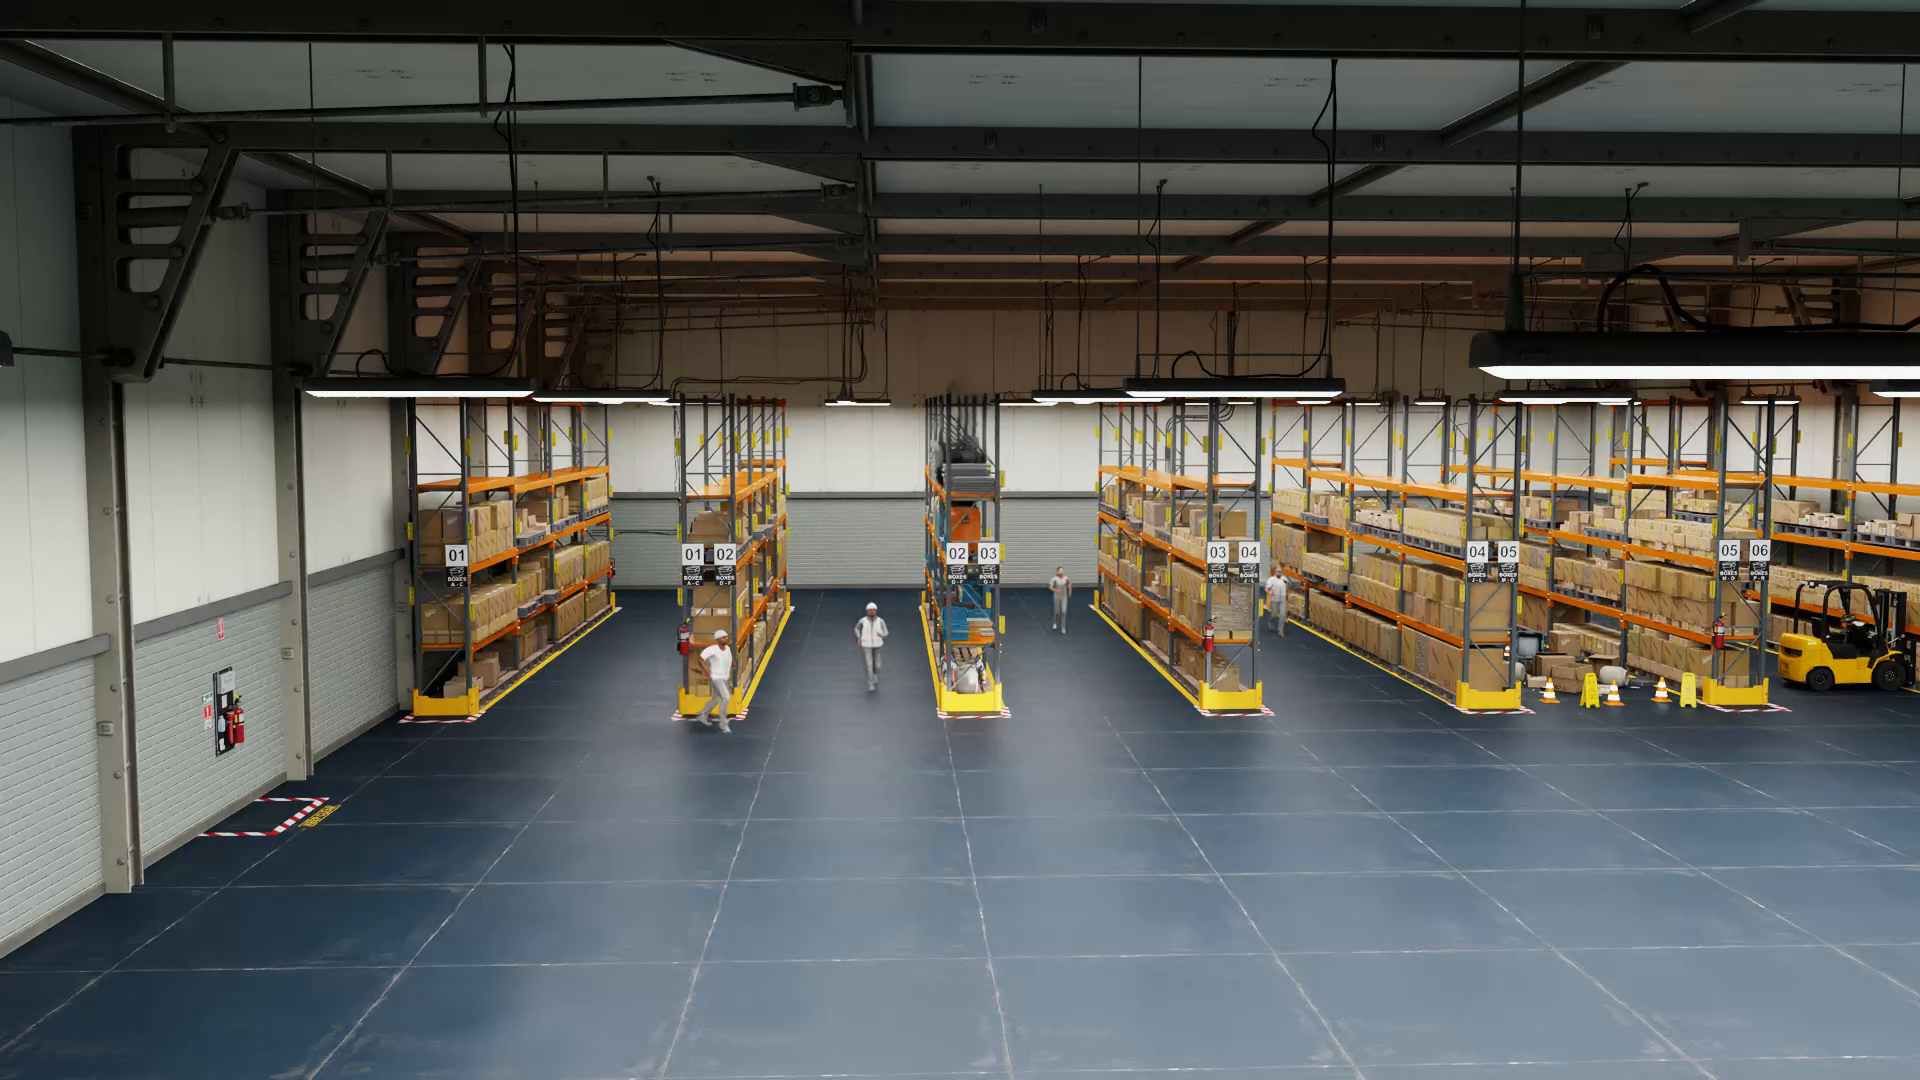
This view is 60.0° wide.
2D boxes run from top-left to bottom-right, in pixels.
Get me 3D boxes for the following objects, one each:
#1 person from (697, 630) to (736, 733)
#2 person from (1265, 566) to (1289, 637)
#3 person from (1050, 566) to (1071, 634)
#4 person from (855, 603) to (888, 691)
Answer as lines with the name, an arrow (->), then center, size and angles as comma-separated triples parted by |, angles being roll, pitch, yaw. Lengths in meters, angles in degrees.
person -> -4.321, 2.504, 29.695 | 0.784, 1.821, 0.697 | 2, 5, 23
person -> 8.053, 1.530, 42.121 | 0.663, 1.783, 0.888 | 0, 5, -5
person -> 2.571, 1.517, 42.650 | 0.583, 1.696, 0.856 | -1, 5, -9
person -> -1.796, 2.160, 33.905 | 0.667, 1.750, 0.894 | -1, 5, -10
